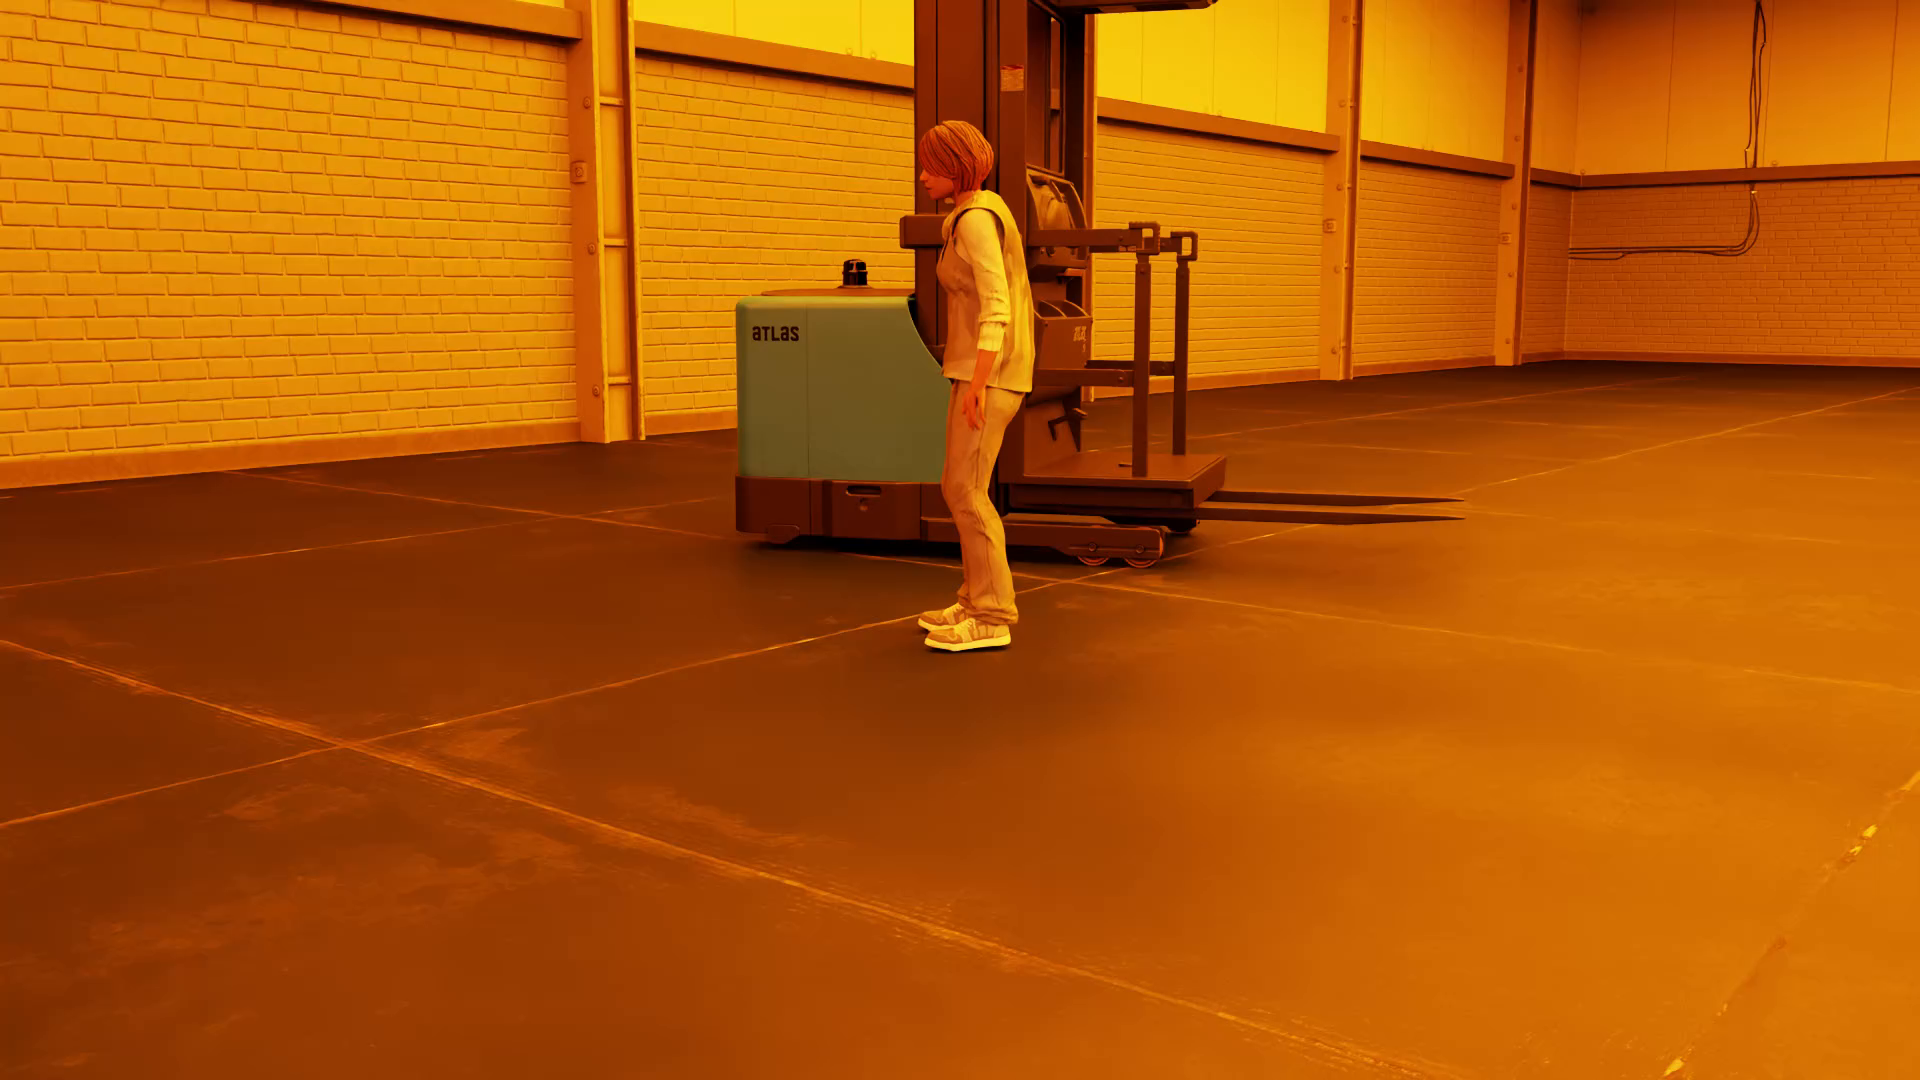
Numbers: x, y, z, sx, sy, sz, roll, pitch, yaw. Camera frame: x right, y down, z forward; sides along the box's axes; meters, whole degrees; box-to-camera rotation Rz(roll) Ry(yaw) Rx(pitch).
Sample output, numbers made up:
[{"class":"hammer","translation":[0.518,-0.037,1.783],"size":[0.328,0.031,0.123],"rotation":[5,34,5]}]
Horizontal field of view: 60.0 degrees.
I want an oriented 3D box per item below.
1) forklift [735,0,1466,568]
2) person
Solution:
[{"class":"forklift","translation":[0.604,-1.424,7.016],"size":[3.031,2.935,1.130],"rotation":[2,9,16]},{"class":"person","translation":[0.048,-0.466,5.097],"size":[0.345,1.592,0.481],"rotation":[-1,8,-5]}]
